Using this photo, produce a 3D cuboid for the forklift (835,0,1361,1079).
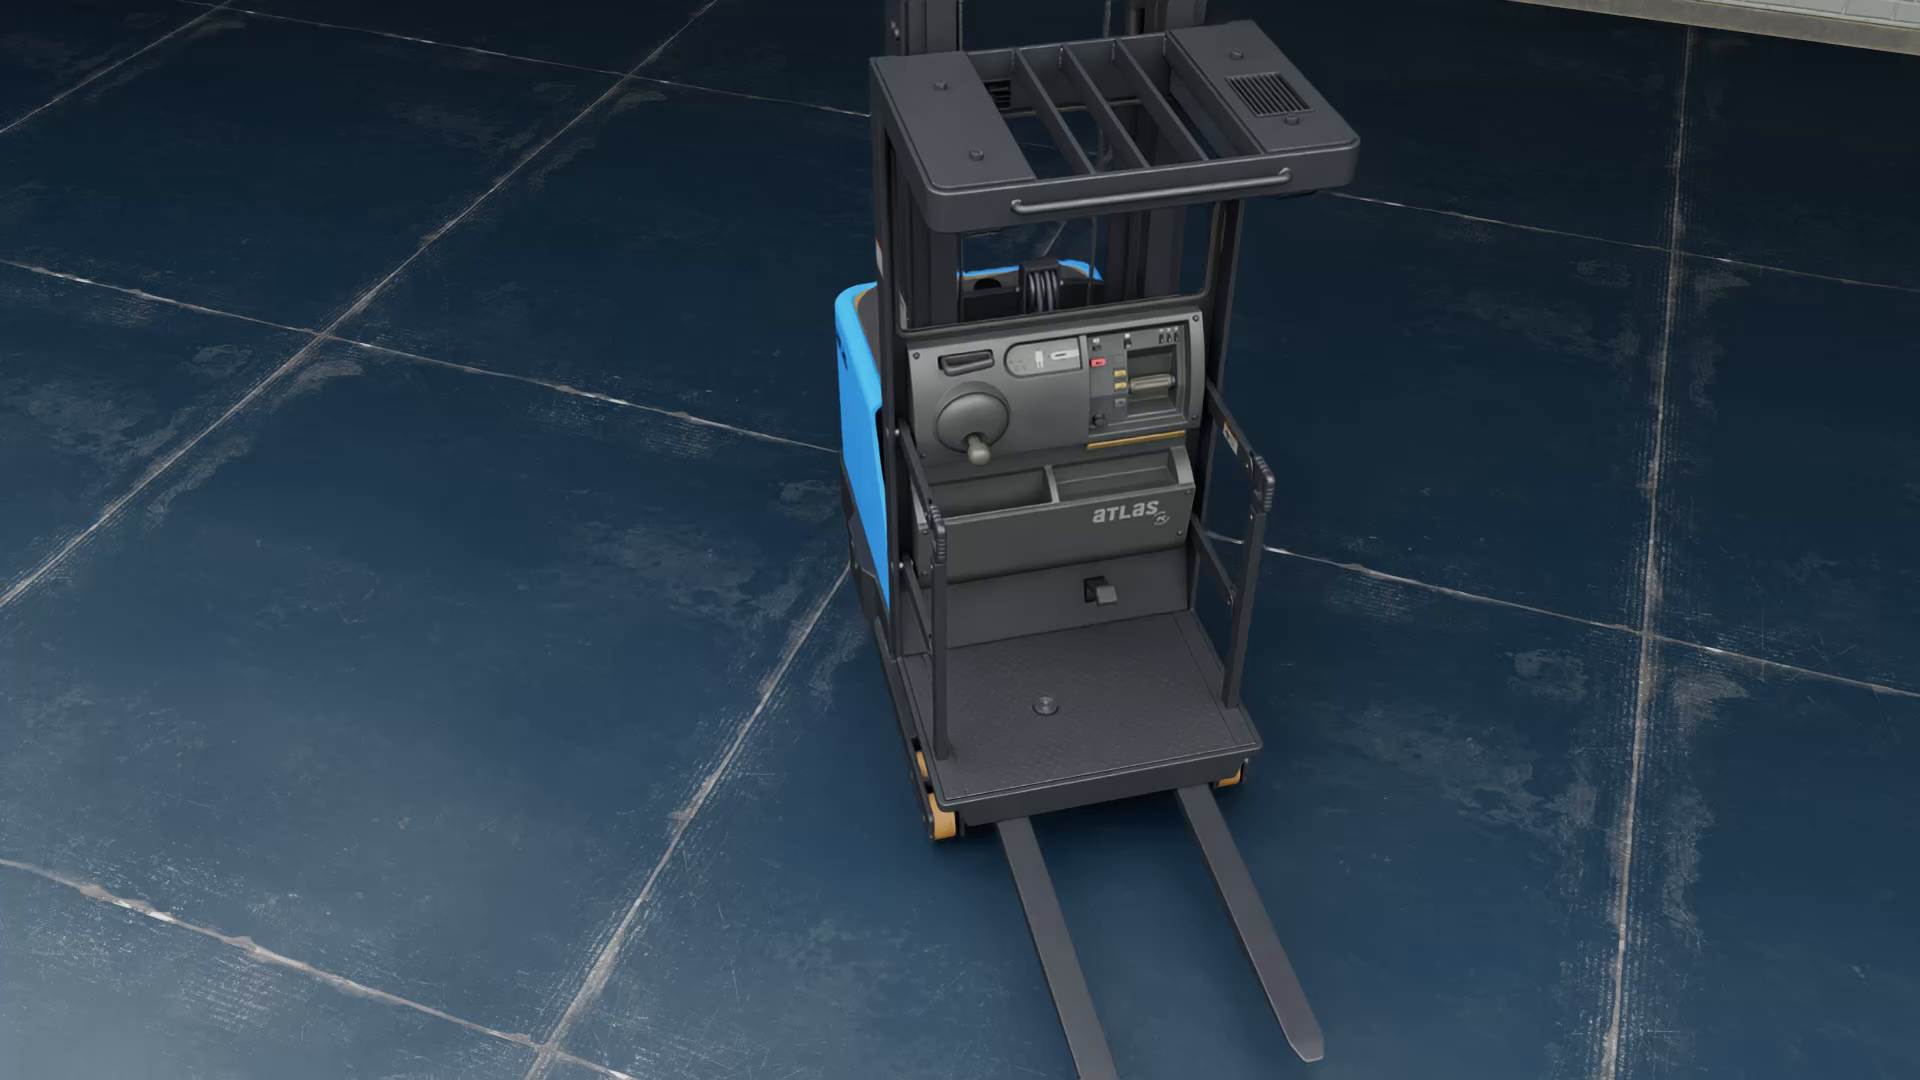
[{"bbox_3d":[0.355,-0.389,4.947,1.130,2.935,3.031,-9,41,-10],"label":"forklift"}]
